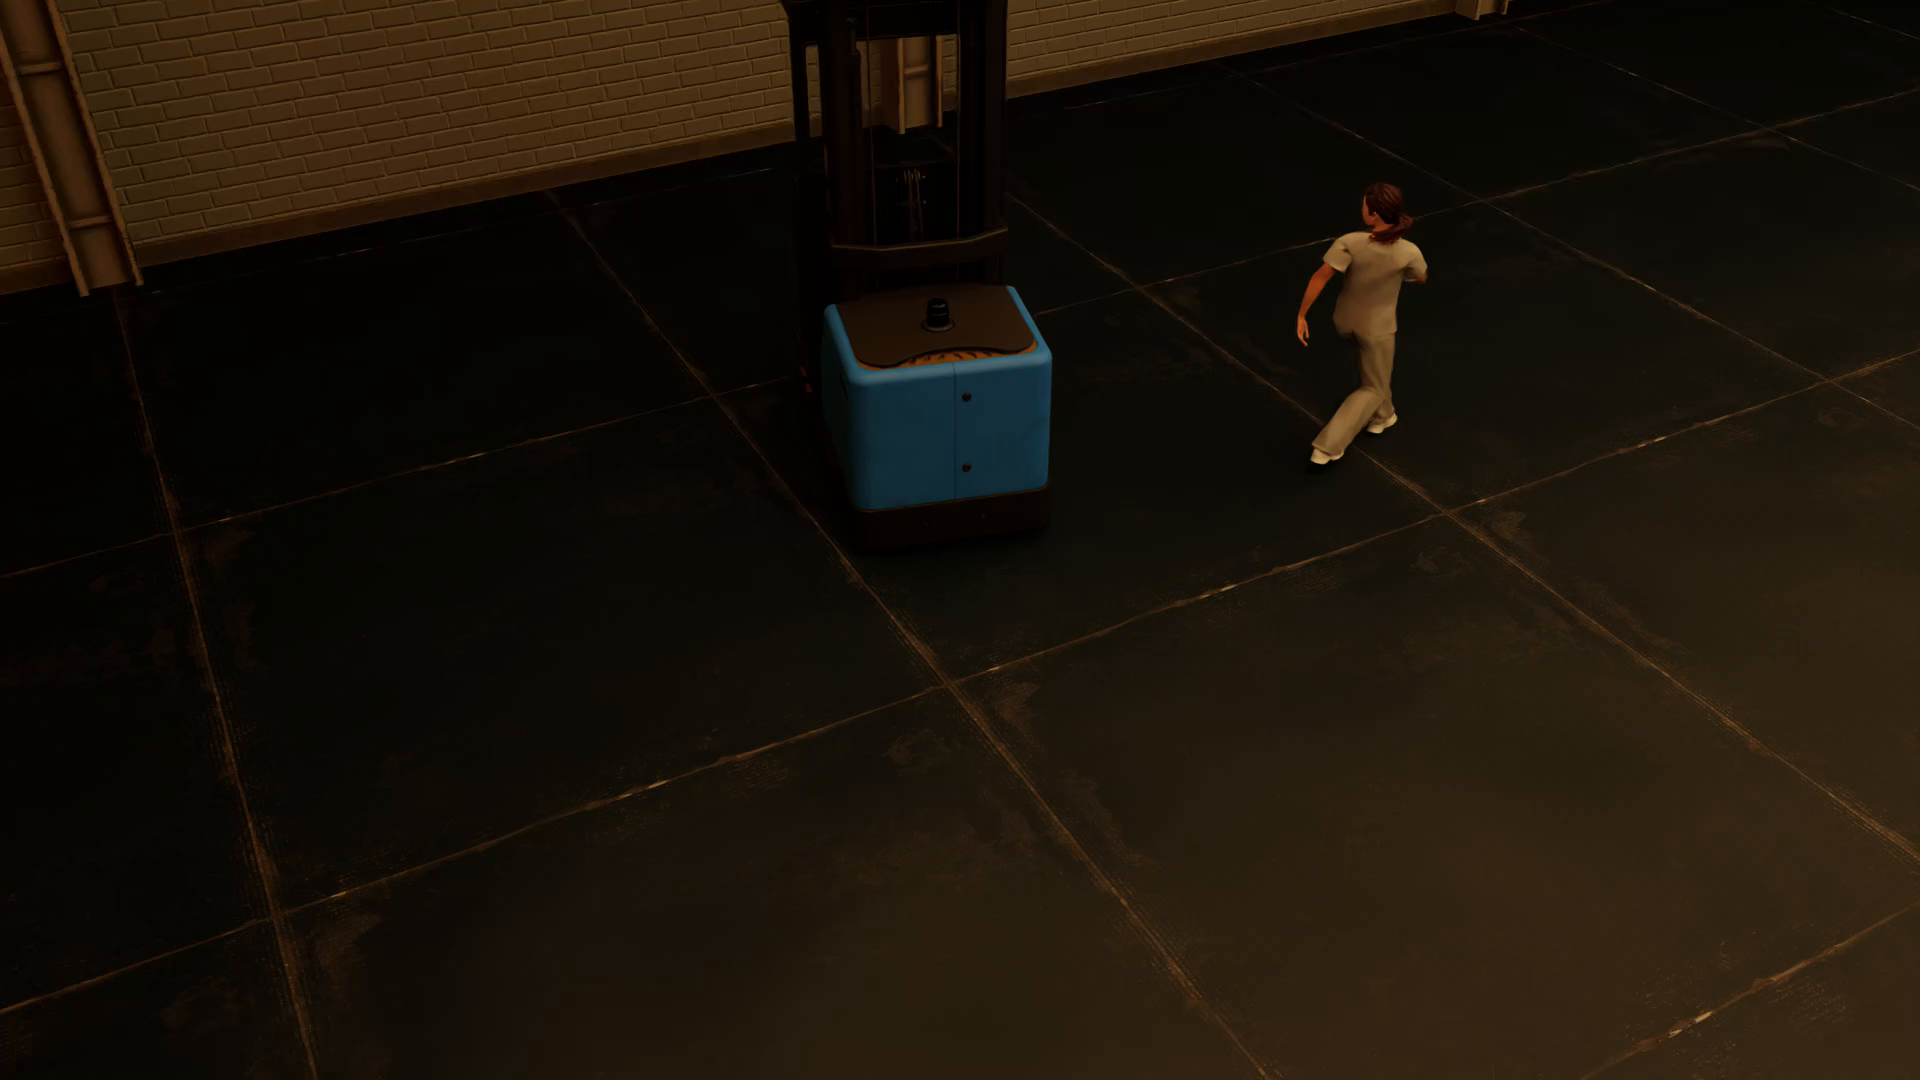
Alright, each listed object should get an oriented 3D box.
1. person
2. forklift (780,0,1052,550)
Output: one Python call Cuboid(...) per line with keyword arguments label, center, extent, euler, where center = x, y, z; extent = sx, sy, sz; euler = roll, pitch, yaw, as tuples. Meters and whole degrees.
Cuboid(label="person", center=(2.215, -1.188, 8.998), extent=(0.461, 1.607, 0.886), euler=(27, 43, 33))
Cuboid(label="forklift", center=(-0.361, -1.992, 8.941), extent=(1.130, 2.935, 3.031), euler=(-8, 36, -11))
